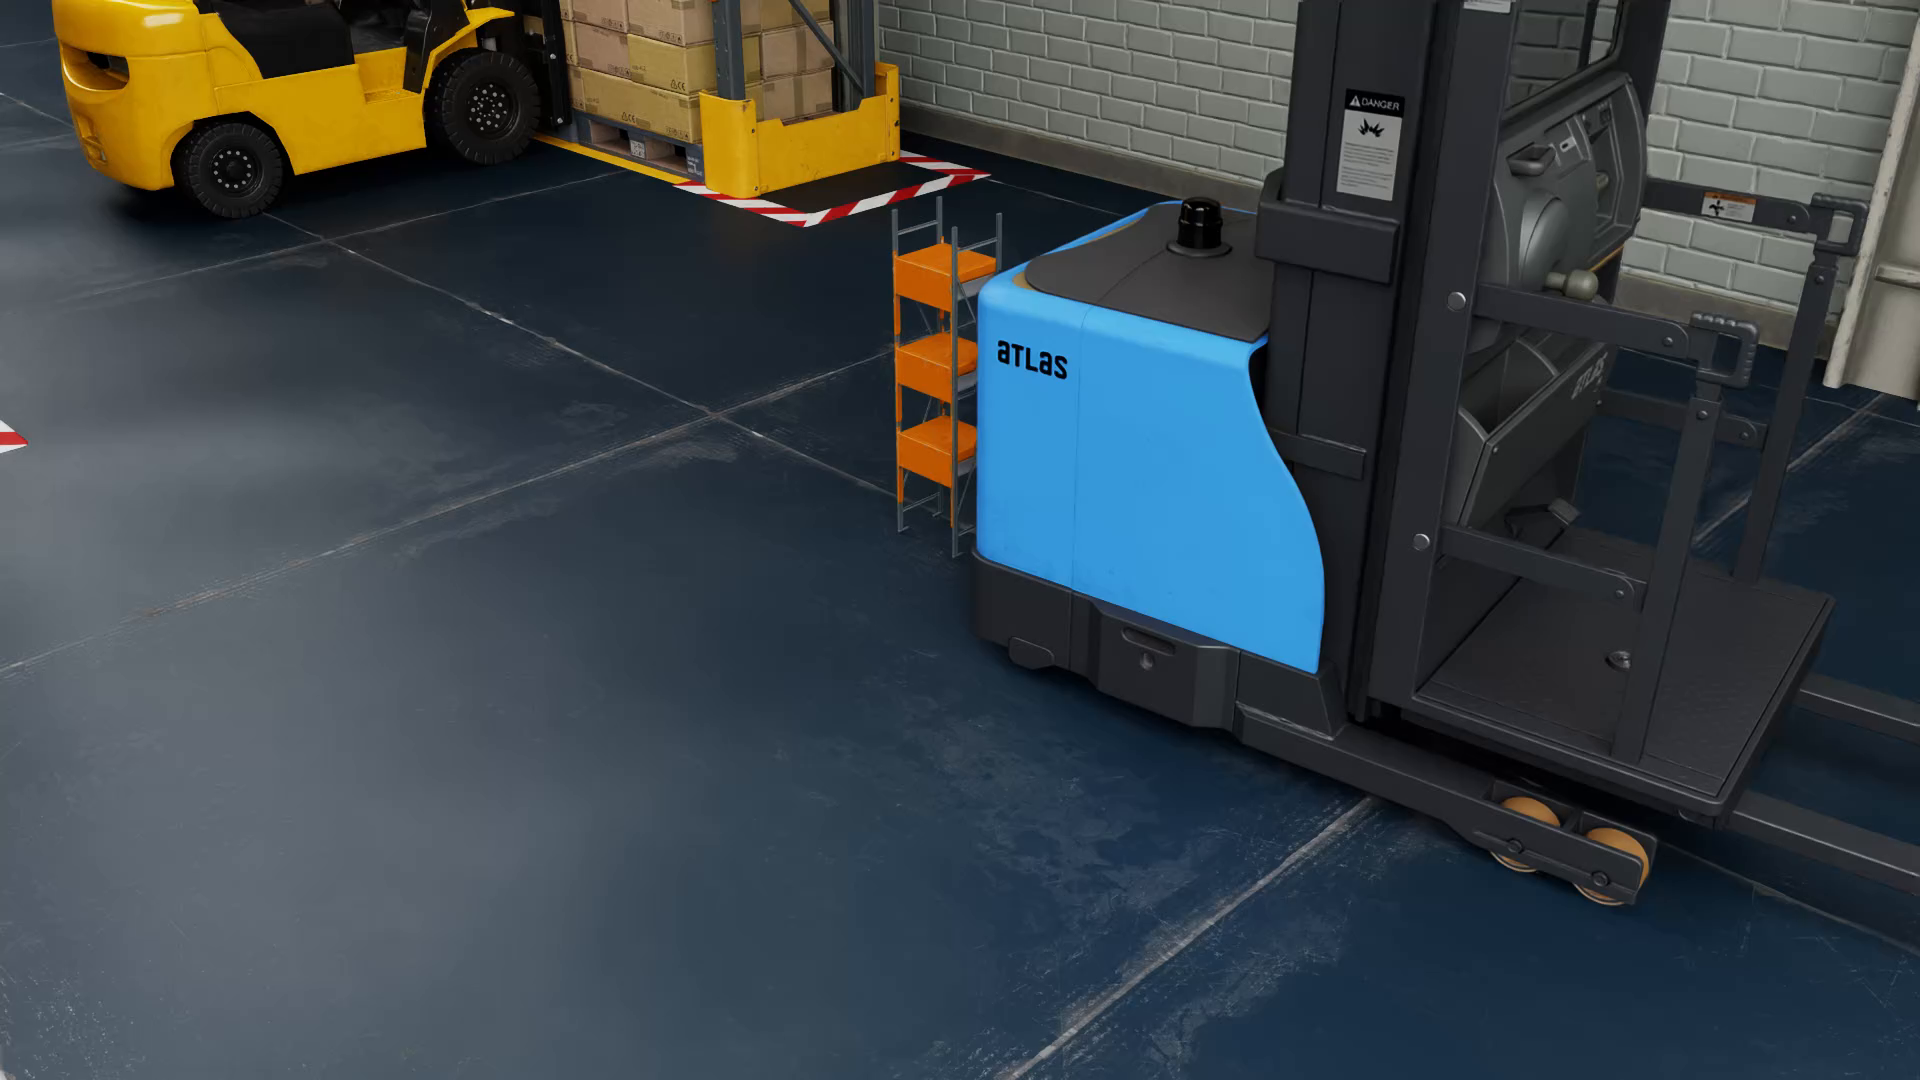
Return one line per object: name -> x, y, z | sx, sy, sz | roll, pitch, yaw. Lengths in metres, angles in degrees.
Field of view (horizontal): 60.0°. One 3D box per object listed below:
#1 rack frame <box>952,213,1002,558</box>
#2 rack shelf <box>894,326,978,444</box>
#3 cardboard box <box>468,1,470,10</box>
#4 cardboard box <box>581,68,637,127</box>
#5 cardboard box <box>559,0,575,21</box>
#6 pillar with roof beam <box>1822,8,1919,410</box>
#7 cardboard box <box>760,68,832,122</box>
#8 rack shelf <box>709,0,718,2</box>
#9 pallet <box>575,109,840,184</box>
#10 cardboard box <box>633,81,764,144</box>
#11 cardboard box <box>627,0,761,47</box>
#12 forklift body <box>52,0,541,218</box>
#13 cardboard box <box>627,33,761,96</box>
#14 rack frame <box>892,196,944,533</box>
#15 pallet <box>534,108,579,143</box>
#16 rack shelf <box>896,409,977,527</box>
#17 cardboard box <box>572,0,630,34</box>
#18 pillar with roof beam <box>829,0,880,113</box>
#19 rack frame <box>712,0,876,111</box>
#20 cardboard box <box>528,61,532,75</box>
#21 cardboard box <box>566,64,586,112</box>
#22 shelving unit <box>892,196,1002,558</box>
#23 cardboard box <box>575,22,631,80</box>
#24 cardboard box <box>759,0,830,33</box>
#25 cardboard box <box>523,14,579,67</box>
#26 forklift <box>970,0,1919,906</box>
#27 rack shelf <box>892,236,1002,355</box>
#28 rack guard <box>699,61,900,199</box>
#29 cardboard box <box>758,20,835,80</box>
rack frame -> 0.049, -0.442, 4.963 | 0.008, 1.050, 0.200 | 25, 36, 38
rack shelf -> -0.038, -0.473, 5.044 | 0.240, 0.259, 0.215 | 25, 36, 38
cardboard box -> -2.871, -3.245, 10.164 | 0.500, 0.250, 0.500 | 24, 36, 38
cardboard box -> -1.762, -2.524, 9.331 | 0.500, 0.250, 0.500 | 25, 36, 38
cardboard box -> -2.140, -3.126, 9.400 | 0.500, 0.250, 0.500 | -25, 37, -39
pillar with roof beam -> 0.538, -3.137, 1.546 | 0.400, 9.000, 9.100 | 25, 36, 38
cardboard box -> -1.071, -2.536, 9.352 | 0.500, 0.250, 0.500 | 25, 37, 39
rack shelf -> -2.284, -3.676, 9.791 | 4.000, 0.370, 1.077 | 25, 36, 38
pallet -> -1.432, -2.343, 9.479 | 1.213, 0.211, 1.003 | 25, 36, 38
cardboard box -> -1.414, -2.359, 9.016 | 0.500, 0.250, 0.500 | 25, 37, 39
cardboard box -> -1.405, -2.800, 8.780 | 0.500, 0.250, 0.500 | -24, 36, -38
forklift body -> -3.489, -2.979, 8.605 | 1.214, 2.155, 2.313 | 25, 36, 38
cardboard box -> -1.424, -2.587, 8.913 | 0.500, 0.250, 0.500 | 24, 36, 38
rack frame -> -0.125, -0.522, 5.115 | 0.008, 1.050, 0.200 | 25, 36, 38
pallet -> -2.298, -2.741, 10.236 | 1.213, 0.211, 1.003 | 25, 36, 38
rack shelf -> -0.038, -0.227, 5.173 | 0.240, 0.259, 0.215 | 25, 36, 38
cardboard box -> -1.773, -2.964, 9.094 | 0.500, 0.250, 0.500 | -25, 36, -38
pillar with roof beam -> -3.740, -5.095, 5.270 | 0.400, 9.000, 9.100 | 25, 36, 38
rack frame -> -0.858, -3.342, 8.382 | 0.127, 3.000, 1.000 | 25, 36, 38
cardboard box -> -2.499, -2.853, 9.955 | 0.500, 0.250, 0.500 | -24, 36, -38
cardboard box -> -2.113, -2.691, 9.647 | 0.500, 0.250, 0.500 | -25, 37, -39
shelving unit -> -0.038, -0.482, 5.039 | 0.252, 1.050, 0.215 | 25, 36, 38
cardboard box -> -1.774, -2.754, 9.231 | 0.500, 0.250, 0.500 | 24, 36, 38
cardboard box -> -1.068, -2.973, 9.109 | 0.500, 0.250, 0.500 | 24, 36, 38
cardboard box -> -2.157, -2.916, 9.538 | 0.500, 0.250, 0.500 | 24, 36, 37
forklift -> 1.515, -0.766, 3.558 | 3.031, 2.935, 1.130 | 19, 33, 32
rack shelf -> -0.038, -0.724, 4.912 | 0.240, 0.259, 0.215 | 25, 36, 38
rack guard -> -0.840, -2.227, 8.949 | 0.348, 0.500, 1.175 | 25, 36, 38
cardboard box -> -1.047, -2.754, 9.231 | 0.500, 0.250, 0.500 | -25, 36, -38
